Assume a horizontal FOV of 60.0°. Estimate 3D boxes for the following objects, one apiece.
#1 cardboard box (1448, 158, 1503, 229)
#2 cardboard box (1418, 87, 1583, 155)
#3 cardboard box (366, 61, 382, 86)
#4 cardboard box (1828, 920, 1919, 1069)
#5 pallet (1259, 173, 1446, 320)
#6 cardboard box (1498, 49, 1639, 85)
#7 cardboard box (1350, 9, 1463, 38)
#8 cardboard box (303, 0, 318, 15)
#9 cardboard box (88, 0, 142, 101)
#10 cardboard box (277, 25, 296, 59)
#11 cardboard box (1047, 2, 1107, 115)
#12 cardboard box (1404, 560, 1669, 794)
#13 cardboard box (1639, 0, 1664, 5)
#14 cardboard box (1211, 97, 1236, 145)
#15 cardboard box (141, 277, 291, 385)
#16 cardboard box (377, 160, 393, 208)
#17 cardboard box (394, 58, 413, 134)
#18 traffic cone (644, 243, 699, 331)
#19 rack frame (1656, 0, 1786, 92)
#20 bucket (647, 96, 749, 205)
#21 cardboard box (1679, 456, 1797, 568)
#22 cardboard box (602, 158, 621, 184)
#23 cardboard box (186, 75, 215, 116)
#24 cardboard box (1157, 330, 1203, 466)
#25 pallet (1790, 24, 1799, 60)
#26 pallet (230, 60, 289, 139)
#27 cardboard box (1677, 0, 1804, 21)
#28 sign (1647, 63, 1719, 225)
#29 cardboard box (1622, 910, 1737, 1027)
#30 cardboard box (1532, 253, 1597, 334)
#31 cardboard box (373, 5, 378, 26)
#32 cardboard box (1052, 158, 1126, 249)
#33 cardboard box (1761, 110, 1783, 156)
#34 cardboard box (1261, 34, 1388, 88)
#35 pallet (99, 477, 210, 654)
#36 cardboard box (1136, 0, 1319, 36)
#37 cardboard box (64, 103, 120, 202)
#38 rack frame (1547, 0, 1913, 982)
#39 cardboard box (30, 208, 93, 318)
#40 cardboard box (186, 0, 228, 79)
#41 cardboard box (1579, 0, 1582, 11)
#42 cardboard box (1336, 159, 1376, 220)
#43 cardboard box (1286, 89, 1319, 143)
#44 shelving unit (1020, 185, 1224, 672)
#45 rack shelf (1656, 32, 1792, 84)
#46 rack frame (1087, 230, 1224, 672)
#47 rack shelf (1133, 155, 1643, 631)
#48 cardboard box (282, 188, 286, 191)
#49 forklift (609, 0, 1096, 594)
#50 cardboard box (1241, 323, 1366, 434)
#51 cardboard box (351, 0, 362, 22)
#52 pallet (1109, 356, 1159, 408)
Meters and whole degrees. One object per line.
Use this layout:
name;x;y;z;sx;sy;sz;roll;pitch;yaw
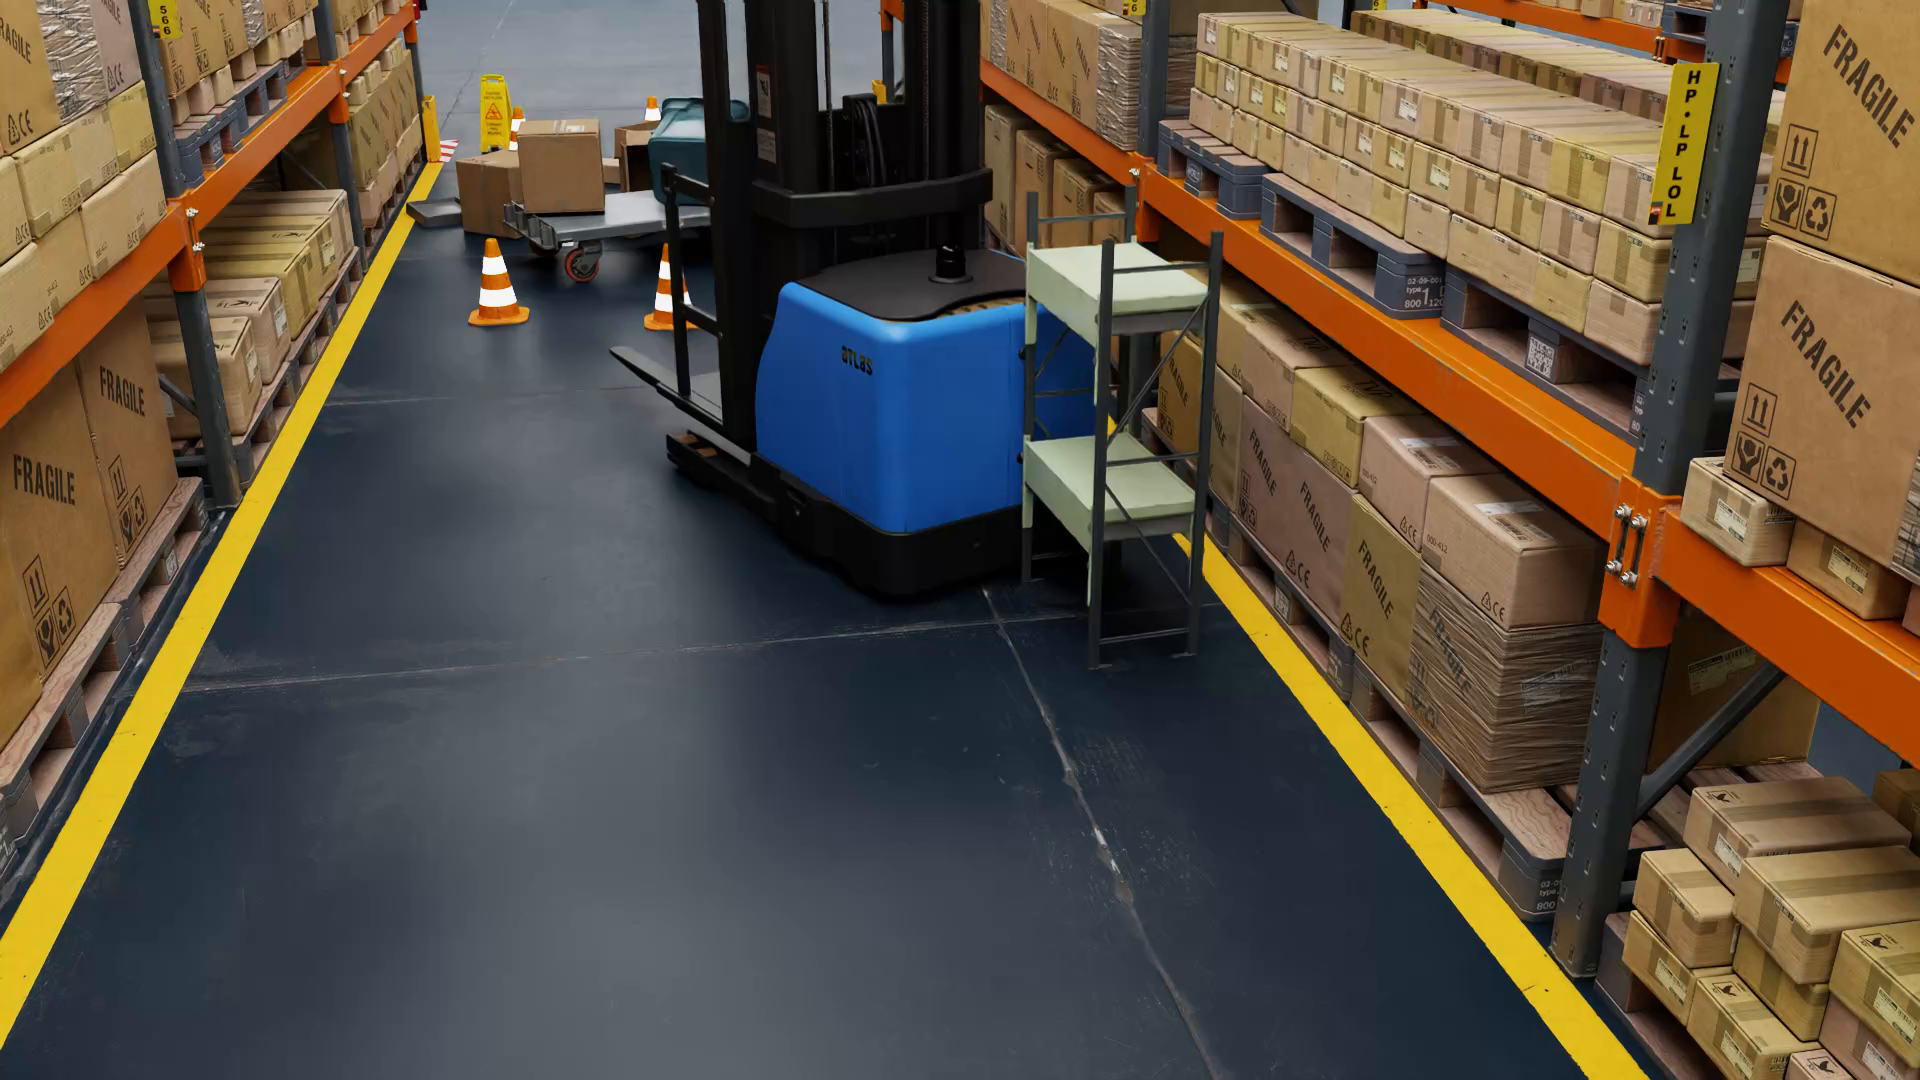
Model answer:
cardboard box;1.609;-0.984;4.674;0.380;0.149;0.250;-5;24;-11
cardboard box;1.572;-1.221;4.845;0.380;0.149;0.250;-5;24;-11
cardboard box;-4.258;-3.248;11.601;0.380;0.149;0.250;-3;24;-7
cardboard box;1.973;0.880;3.280;0.380;0.149;0.250;-5;24;-10
pallet;1.692;-1.030;5.601;1.003;0.211;1.213;-4;24;-10
cardboard box;2.063;-1.576;5.657;0.380;0.149;0.250;-3;24;-7
cardboard box;1.826;-2.085;6.822;0.380;0.149;0.250;-5;24;-12
cardboard box;-3.989;-3.271;9.470;0.500;0.500;0.500;-5;24;-11
cardboard box;-3.208;-1.808;5.767;0.500;0.500;0.500;-5;24;-11
cardboard box;-3.769;-2.653;8.865;0.380;0.149;0.250;-4;24;-9
cardboard box;0.755;-2.490;8.578;0.500;0.500;0.500;-5;24;-11
cardboard box;1.640;0.360;4.776;0.500;0.500;0.500;-5;24;-11
cardboard box;5.416;-4.158;12.026;0.875;0.500;0.500;-4;24;-10
cardboard box;1.219;-1.675;6.626;0.380;0.149;0.250;-3;24;-7
cardboard box;-3.800;-0.988;8.024;0.950;0.372;0.625;-5;24;-11
cardboard box;-4.254;-2.455;11.533;0.500;0.250;0.500;-3;24;-7
cardboard box;-4.536;-3.409;12.783;0.500;0.500;0.500;-3;24;-8
traffic cone;-1.659;-1.474;9.547;0.336;0.463;0.334;-4;24;-10
rack frame;5.439;-3.794;11.690;1.000;3.000;0.127;-4;24;-10
bucket;-1.745;-2.546;11.023;0.726;0.611;0.620;4;34;9
cardboard box;1.756;-0.070;3.475;0.380;0.149;0.250;-3;24;-8
cardboard box;-2.813;-2.962;13.346;0.380;0.149;0.250;8;25;18
cardboard box;-3.463;-1.931;7.213;0.380;0.149;0.250;-6;24;-13
cardboard box;1.165;-0.644;7.074;0.500;0.500;0.500;-5;24;-12
pallet;5.772;-2.909;9.902;1.003;0.211;1.213;-4;24;-10
pallet;-3.967;-2.175;8.223;1.003;0.211;1.213;-4;24;-10
cardboard box;5.448;-3.939;10.747;1.000;1.000;1.000;-4;24;-9
sign;1.480;-0.808;3.407;0.100;0.325;0.005;-4;24;-10
cardboard box;1.777;0.961;3.840;0.380;0.149;0.250;-5;24;-12
cardboard box;1.708;-0.641;4.260;0.380;0.149;0.250;-4;24;-9
cardboard box;-4.345;-3.694;11.775;0.380;0.149;0.250;-4;24;-10
cardboard box;1.096;-1.645;9.055;1.050;0.750;0.750;-4;24;-9
cardboard box;2.302;-1.070;4.497;0.380;0.149;0.250;-4;24;-9
cardboard box;1.322;-1.741;6.034;0.380;0.149;0.250;-5;24;-12
pallet;-3.489;0.106;6.244;1.003;0.211;1.213;-4;24;-10
cardboard box;1.212;-2.575;7.524;0.700;0.500;0.500;-4;24;-10
cardboard box;-3.123;-1.275;5.484;0.500;0.250;0.500;-5;24;-11
rack frame;2.025;-0.320;3.736;1.000;3.000;0.127;-4;24;-10
cardboard box;-3.025;-0.840;5.113;0.500;0.250;0.500;-5;24;-10
cardboard box;-3.520;-2.261;7.157;0.500;0.500;0.500;-3;24;-7
cardboard box;5.014;-4.142;12.800;0.380;0.149;0.250;-4;24;-10
cardboard box;1.464;-1.156;5.439;0.380;0.149;0.250;-5;24;-11
cardboard box;1.374;-1.494;5.840;0.380;0.149;0.250;-4;24;-10
shelving unit;0.531;-0.402;5.797;0.431;1.500;0.755;-7;24;-15
rack shelf;5.809;-2.678;10.033;1.077;0.370;4.000;-4;24;-10
rack frame;0.633;-0.262;5.475;0.400;1.500;0.023;-7;24;-15
rack shelf;1.655;-0.777;5.681;1.077;0.370;4.000;-4;24;-10
cardboard box;-4.674;-2.206;10.964;0.500;0.250;0.500;-3;24;-7
forklift;-0.655;-1.680;6.935;1.130;2.935;3.031;-15;28;-31
cardboard box;1.348;-0.600;6.038;0.500;0.250;0.500;-4;24;-9
cardboard box;-4.224;-3.632;10.823;0.500;0.500;0.500;-4;24;-10
pallet;1.214;-0.931;8.619;1.003;0.211;1.213;-4;24;-10
